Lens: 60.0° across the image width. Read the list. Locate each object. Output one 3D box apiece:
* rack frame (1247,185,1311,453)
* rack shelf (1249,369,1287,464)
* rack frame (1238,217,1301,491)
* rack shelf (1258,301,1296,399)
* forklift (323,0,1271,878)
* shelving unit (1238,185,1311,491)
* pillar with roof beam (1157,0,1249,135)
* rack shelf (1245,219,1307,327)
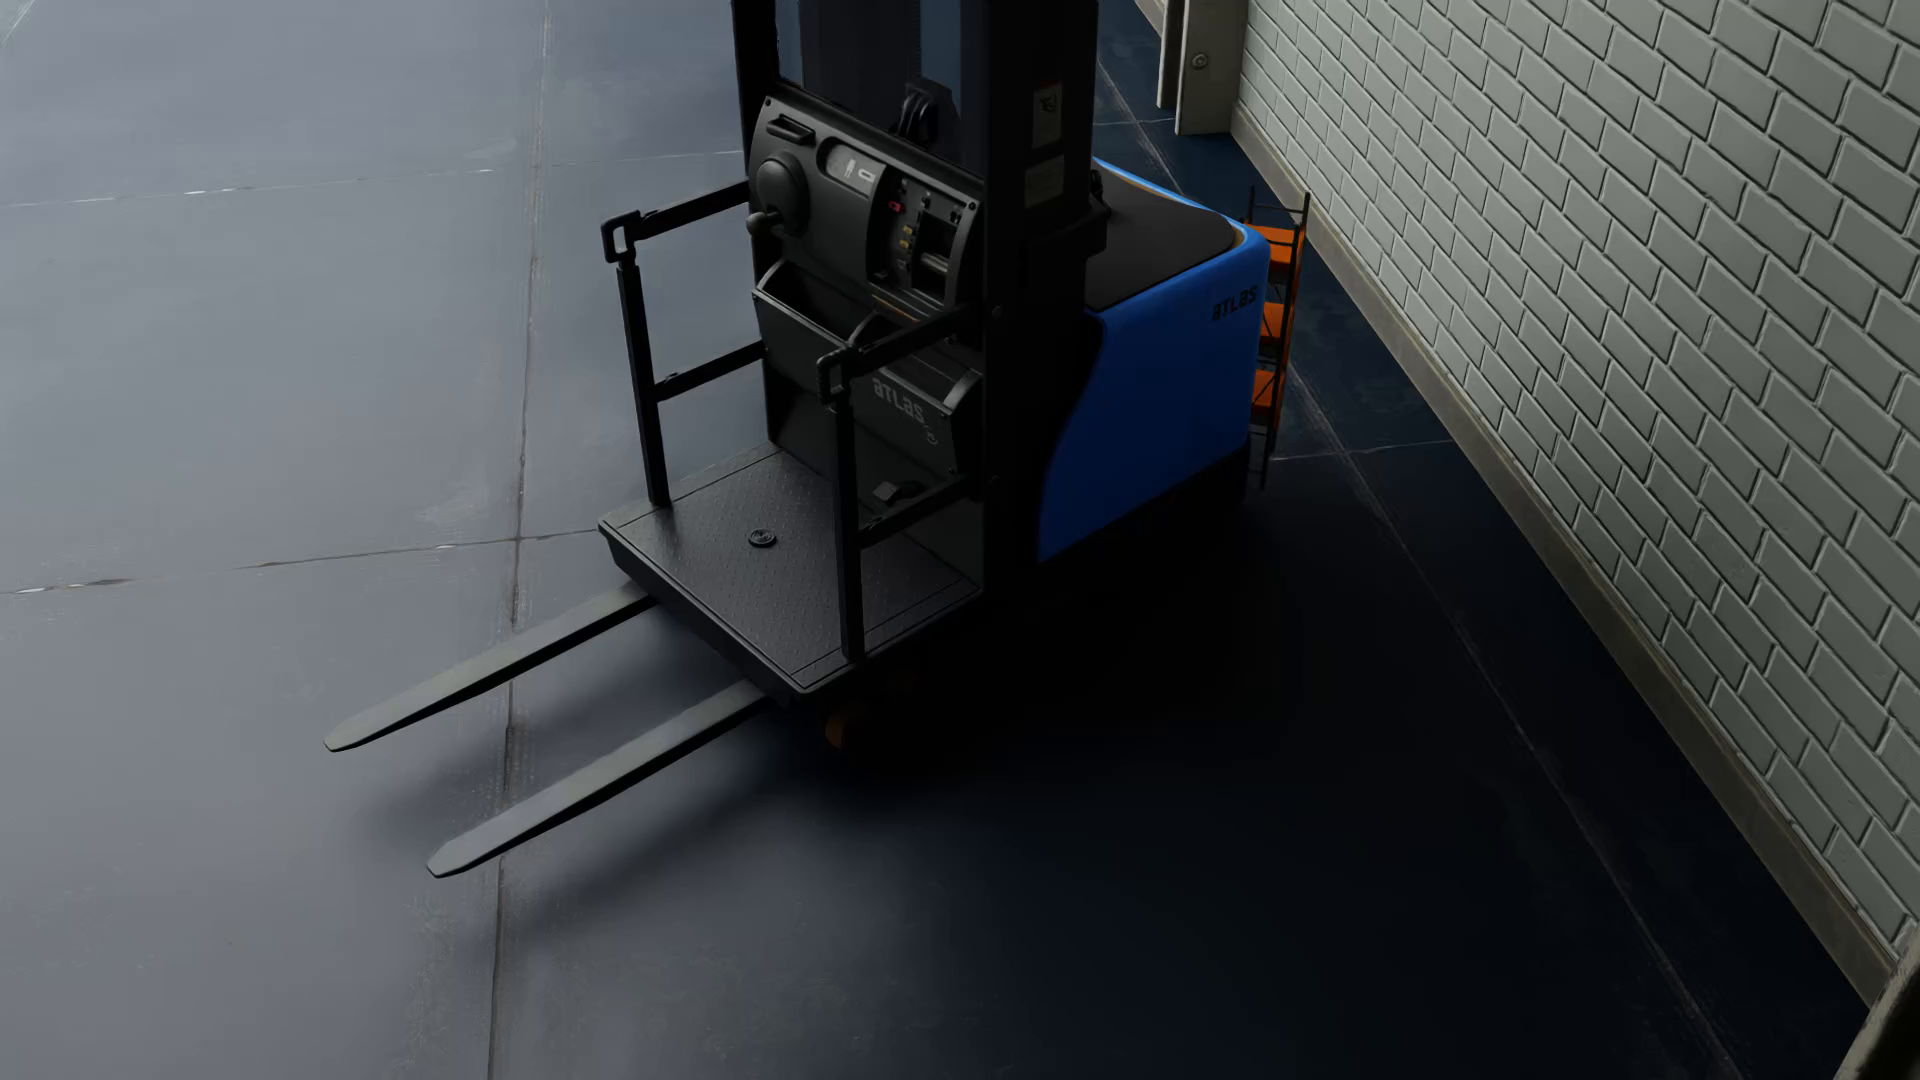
[{"bbox_3d":[1.069,-0.756,5.867,0.200,1.050,0.008,11,39,13],"label":"rack frame"},{"bbox_3d":[1.033,-0.456,5.952,0.215,0.259,0.240,11,39,13],"label":"rack shelf"},{"bbox_3d":[0.998,-0.612,5.683,0.200,1.050,0.008,11,39,13],"label":"rack frame"},{"bbox_3d":[1.033,-0.676,5.781,0.215,0.259,0.240,11,39,13],"label":"rack shelf"},{"bbox_3d":[-0.437,-0.884,4.499,3.031,2.935,1.130,-29,46,-32],"label":"forklift"},{"bbox_3d":[1.033,-0.684,5.775,0.215,1.050,0.252,11,39,13],"label":"shelving unit"},{"bbox_3d":[-3.026,-5.264,5.191,9.100,9.000,0.400,-6,38,-8],"label":"pillar with roof beam"},{"bbox_3d":[1.033,-0.900,5.607,0.215,0.259,0.240,11,39,13],"label":"rack shelf"}]
